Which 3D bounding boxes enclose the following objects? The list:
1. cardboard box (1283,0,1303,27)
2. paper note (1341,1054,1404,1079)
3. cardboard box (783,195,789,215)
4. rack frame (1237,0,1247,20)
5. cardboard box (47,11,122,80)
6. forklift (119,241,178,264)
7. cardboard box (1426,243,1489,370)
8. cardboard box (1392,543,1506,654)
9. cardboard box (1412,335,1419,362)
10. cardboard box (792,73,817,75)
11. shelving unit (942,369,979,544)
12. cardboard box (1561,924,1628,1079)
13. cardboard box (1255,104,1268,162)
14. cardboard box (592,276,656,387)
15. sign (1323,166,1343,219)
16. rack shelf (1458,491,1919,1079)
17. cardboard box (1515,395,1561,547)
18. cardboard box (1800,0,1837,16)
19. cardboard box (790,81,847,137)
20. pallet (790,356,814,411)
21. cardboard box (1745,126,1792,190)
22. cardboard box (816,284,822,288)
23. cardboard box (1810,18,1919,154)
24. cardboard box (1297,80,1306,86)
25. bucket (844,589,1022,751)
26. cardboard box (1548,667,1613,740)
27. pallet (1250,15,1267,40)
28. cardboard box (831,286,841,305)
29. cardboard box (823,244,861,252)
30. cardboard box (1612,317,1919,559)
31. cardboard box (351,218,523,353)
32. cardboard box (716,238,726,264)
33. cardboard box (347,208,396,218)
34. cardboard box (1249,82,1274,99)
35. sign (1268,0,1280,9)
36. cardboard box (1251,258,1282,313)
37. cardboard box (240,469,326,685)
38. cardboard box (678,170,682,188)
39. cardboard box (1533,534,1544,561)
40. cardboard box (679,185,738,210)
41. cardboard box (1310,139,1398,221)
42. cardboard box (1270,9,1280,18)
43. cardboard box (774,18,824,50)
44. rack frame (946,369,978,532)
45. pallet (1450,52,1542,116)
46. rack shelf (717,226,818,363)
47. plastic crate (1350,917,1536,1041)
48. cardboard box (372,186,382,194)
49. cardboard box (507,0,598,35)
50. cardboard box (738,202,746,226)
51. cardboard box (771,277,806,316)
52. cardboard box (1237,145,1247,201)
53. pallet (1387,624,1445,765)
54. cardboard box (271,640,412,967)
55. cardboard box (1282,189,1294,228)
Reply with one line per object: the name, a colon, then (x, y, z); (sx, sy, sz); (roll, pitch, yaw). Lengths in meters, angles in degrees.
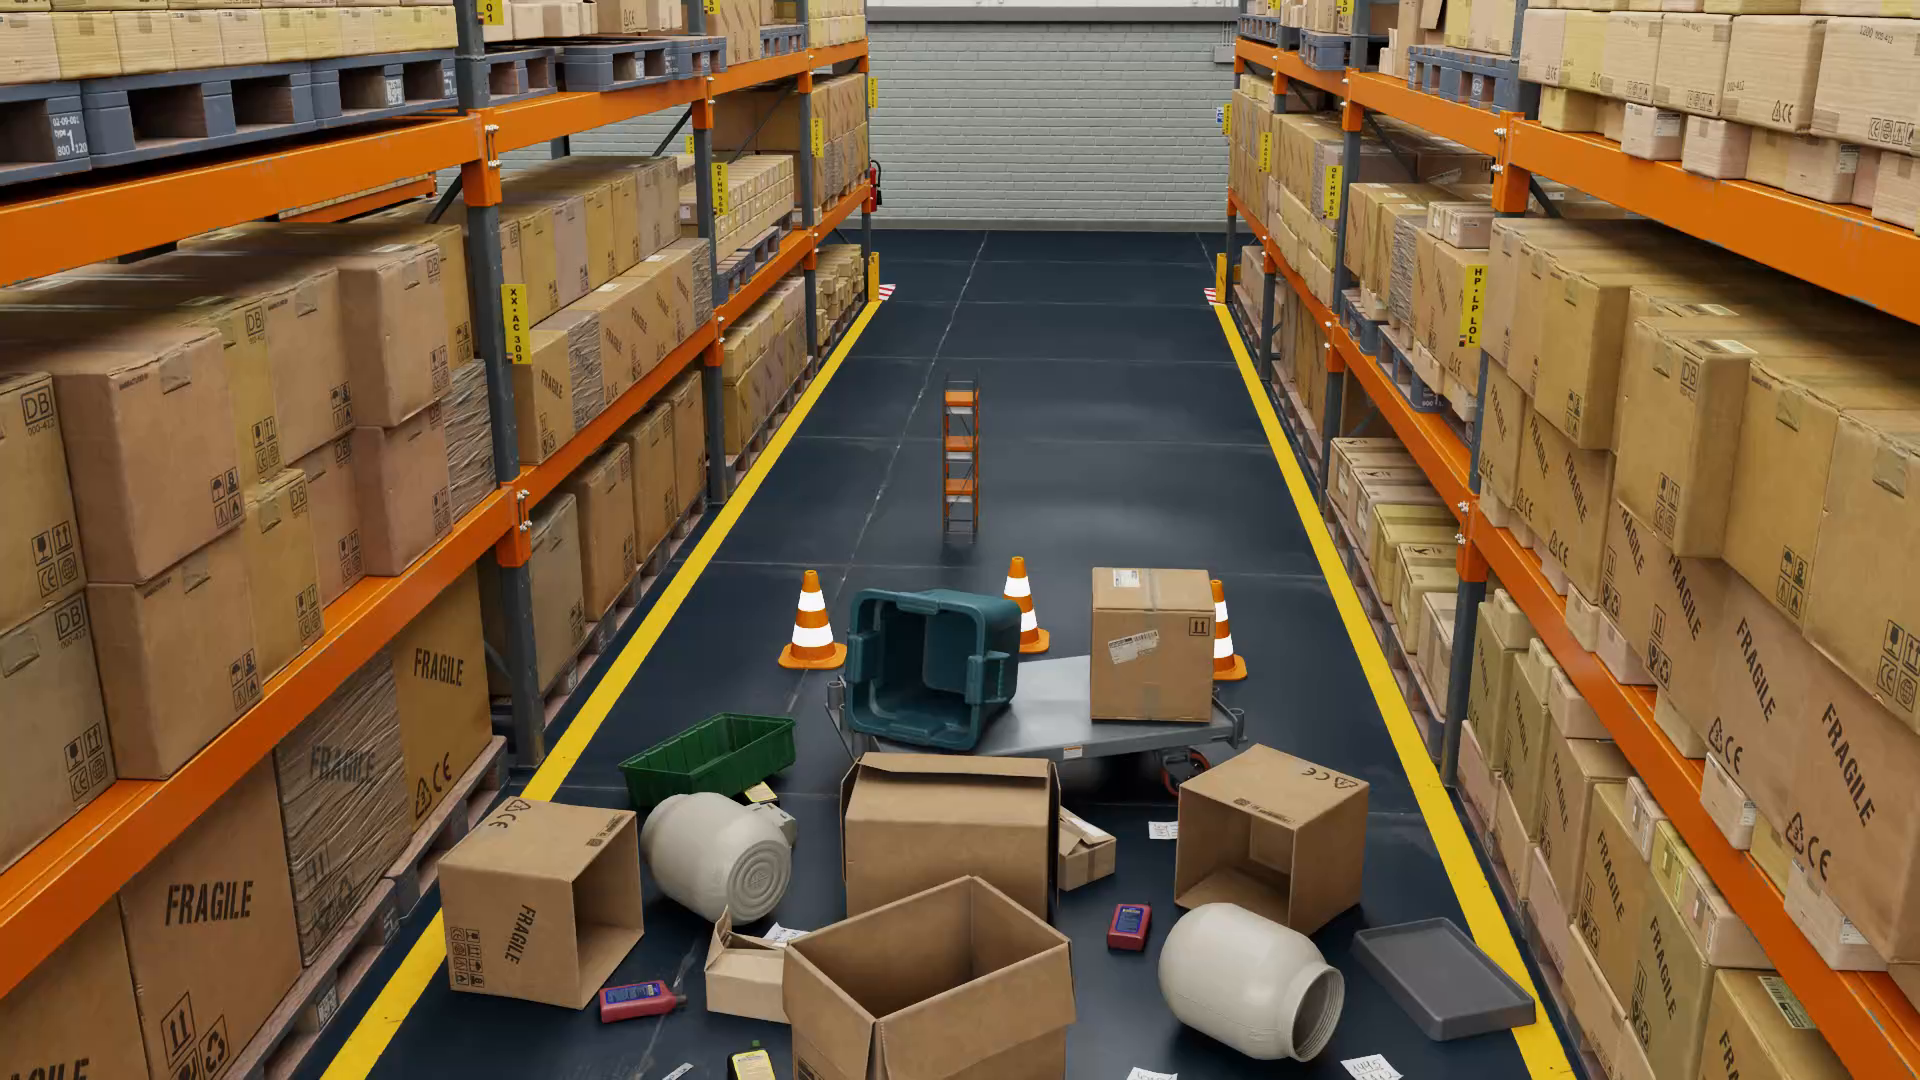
cardboard box: (2.808, -4.250, 12.924); (0.500, 0.500, 0.500); (1, 18, 3)
paper note: (1.305, 1.674, 5.264); (0.142, 0.019, 0.148); (-5, 19, -15)
cardboard box: (-1.633, -2.796, 13.867); (0.380, 0.149, 0.250); (1, 18, 4)
rack frame: (3.447, -6.938, 17.145); (1.000, 3.000, 0.127); (1, 18, 4)
cardboard box: (-2.228, -1.163, 3.906); (0.380, 0.149, 0.250); (1, 18, 4)
forklift: (-4.841, -0.998, 8.763); (1.130, 2.935, 3.031); (2, 18, 7)
cardboard box: (2.425, -1.051, 7.501); (0.500, 0.500, 0.500); (1, 18, 4)
cardboard box: (2.670, 0.303, 8.228); (0.950, 0.372, 0.625); (2, 18, 7)
cardboard box: (2.436, -0.923, 8.151); (0.380, 0.149, 0.250); (1, 18, 4)
cardboard box: (-1.795, -4.697, 17.696); (0.500, 0.500, 0.500); (1, 18, 4)
shelving unit: (0.004, -0.516, 10.310); (0.215, 1.050, 0.252); (1, 18, 4)
cardboard box: (2.167, 1.409, 5.048); (0.500, 0.250, 0.500); (1, 18, 2)
cardboard box: (2.963, -3.678, 15.063); (0.500, 0.500, 0.500); (1, 18, 3)
cardboard box: (-1.941, -1.114, 8.844); (0.500, 0.500, 0.500); (2, 18, 5)
sign: (2.320, -2.164, 10.351); (0.100, 0.325, 0.005); (1, 18, 4)
rack shelf: (2.443, 0.603, 4.921); (1.077, 0.370, 4.000); (1, 18, 4)
cardboard box: (2.264, -0.262, 5.768); (0.500, 0.500, 0.500); (1, 18, 4)
cardboard box: (2.226, -1.308, 3.902); (0.380, 0.149, 0.250); (1, 18, 2)
cardboard box: (-1.382, -4.199, 16.177); (0.500, 0.500, 0.500); (1, 18, 2)
pallet: (-1.839, -1.357, 14.225); (1.003, 0.211, 1.213); (1, 18, 4)
cardboard box: (2.166, -0.938, 4.055); (0.380, 0.149, 0.250); (1, 18, 2)
cardboard box: (-1.505, -2.318, 15.628); (0.380, 0.149, 0.250); (1, 18, 3)
cardboard box: (2.119, -0.934, 3.403); (0.500, 0.250, 0.500); (1, 18, 3)
cardboard box: (3.544, -4.484, 16.481); (0.380, 0.149, 0.250); (1, 18, 3)
bucket: (-0.068, 0.488, 6.933); (0.726, 0.611, 0.620); (8, 10, 23)
cardboard box: (2.155, 0.540, 5.452); (0.380, 0.149, 0.250); (2, 18, 7)
pallet: (3.319, -4.860, 15.762); (1.003, 0.211, 1.213); (1, 18, 4)
cardboard box: (-1.382, -2.418, 16.412); (0.380, 0.149, 0.250); (1, 18, 3)
cardboard box: (-1.283, -3.124, 18.087); (0.380, 0.149, 0.250); (1, 18, 5)
cardboard box: (2.096, -0.263, 4.165); (0.700, 0.500, 0.500); (1, 18, 3)
cardboard box: (-2.328, -1.116, 7.246); (0.700, 0.500, 0.500); (1, 18, 3)
cardboard box: (-1.818, -1.980, 11.376); (0.380, 0.149, 0.250); (2, 18, 7)
cardboard box: (-6.469, -3.015, 17.545); (0.875, 0.875, 0.875); (1, 18, 4)
cardboard box: (2.992, -4.333, 16.022); (0.380, 0.149, 0.250); (1, 18, 3)
sign: (2.607, -4.565, 13.764); (0.100, 0.325, 0.005); (1, 18, 4)
cardboard box: (3.442, -2.578, 16.912); (0.875, 0.438, 0.875); (2, 18, 5)
cardboard box: (-2.483, 0.108, 5.037); (0.875, 0.550, 0.500); (1, 18, 4)
cardboard box: (-2.363, -2.773, 12.843); (0.380, 0.149, 0.250); (2, 18, 6)
cardboard box: (2.289, 0.013, 5.971); (0.380, 0.149, 0.250); (1, 18, 4)
cardboard box: (-1.787, -2.426, 11.782); (0.380, 0.149, 0.250); (1, 18, 2)
cardboard box: (2.678, -2.451, 11.320); (0.500, 0.500, 0.500); (2, 18, 5)
cardboard box: (2.887, -4.659, 14.388); (0.396, 0.266, 0.258); (2, 18, 6)
cardboard box: (-1.488, -4.416, 14.506); (0.500, 0.250, 0.500); (2, 18, 7)
rack frame: (0.013, -0.553, 10.426); (0.200, 1.050, 0.008); (1, 18, 4)
pallet: (2.737, -1.886, 6.845); (1.213, 0.211, 1.003); (1, 18, 4)
rack shelf: (-1.928, -1.961, 12.746); (1.077, 0.370, 4.000); (1, 18, 4)
plastic crate: (1.656, 1.497, 5.727); (0.402, 0.080, 0.583); (-5, 19, -15)
cardboard box: (-6.224, -3.673, 17.219); (0.380, 0.149, 0.250); (1, 18, 4)
cardboard box: (-2.012, -2.624, 8.178); (0.396, 0.266, 0.258); (1, 18, 4)
cardboard box: (-1.766, -2.372, 12.095); (0.380, 0.149, 0.250); (1, 18, 4)
cardboard box: (-1.586, -2.055, 14.013); (0.500, 0.250, 0.500); (1, 18, 2)
cardboard box: (3.063, -3.677, 16.666); (0.500, 0.500, 0.500); (1, 18, 4)
pallet: (2.641, 0.723, 7.877); (1.003, 0.211, 1.213); (1, 18, 4)
cardboard box: (-2.534, 0.845, 5.766); (0.875, 0.875, 0.875); (1, 18, 4)
cardboard box: (2.775, -2.562, 12.863); (0.500, 0.250, 0.500); (2, 18, 5)
